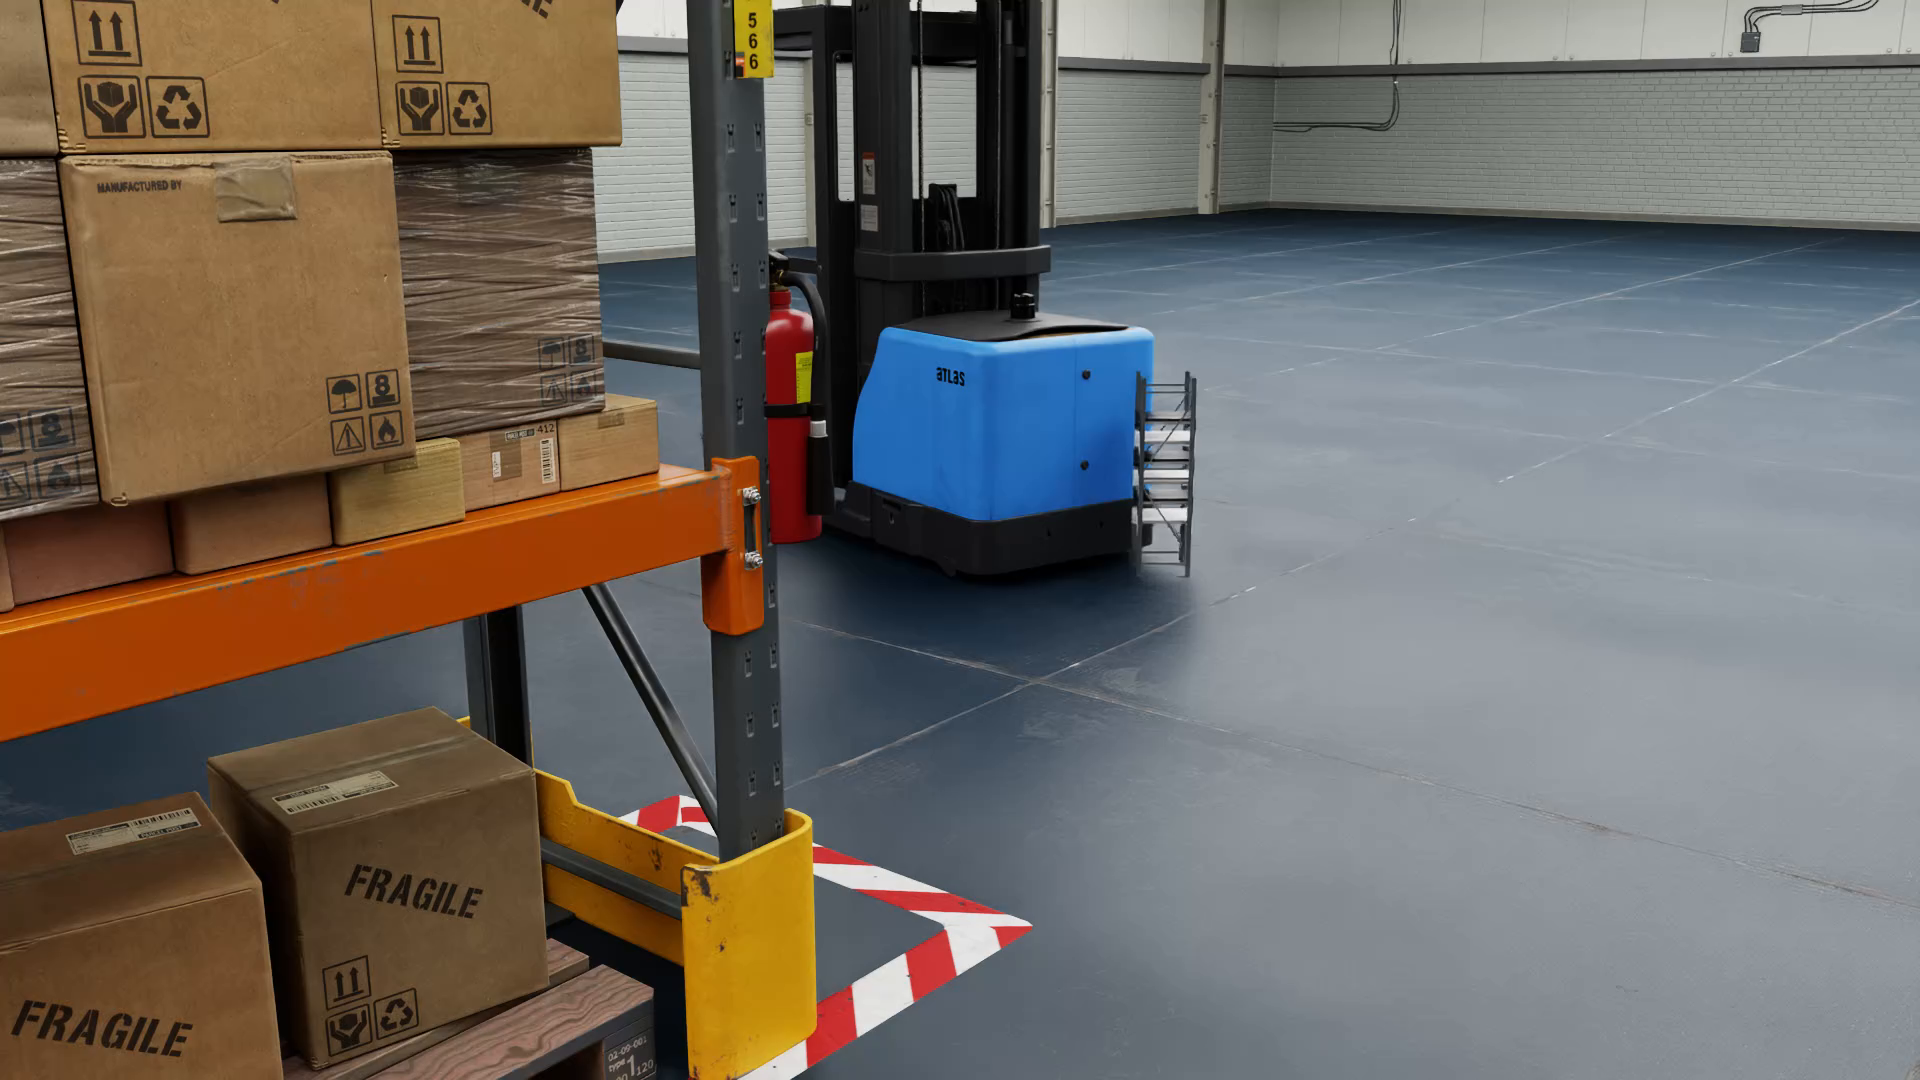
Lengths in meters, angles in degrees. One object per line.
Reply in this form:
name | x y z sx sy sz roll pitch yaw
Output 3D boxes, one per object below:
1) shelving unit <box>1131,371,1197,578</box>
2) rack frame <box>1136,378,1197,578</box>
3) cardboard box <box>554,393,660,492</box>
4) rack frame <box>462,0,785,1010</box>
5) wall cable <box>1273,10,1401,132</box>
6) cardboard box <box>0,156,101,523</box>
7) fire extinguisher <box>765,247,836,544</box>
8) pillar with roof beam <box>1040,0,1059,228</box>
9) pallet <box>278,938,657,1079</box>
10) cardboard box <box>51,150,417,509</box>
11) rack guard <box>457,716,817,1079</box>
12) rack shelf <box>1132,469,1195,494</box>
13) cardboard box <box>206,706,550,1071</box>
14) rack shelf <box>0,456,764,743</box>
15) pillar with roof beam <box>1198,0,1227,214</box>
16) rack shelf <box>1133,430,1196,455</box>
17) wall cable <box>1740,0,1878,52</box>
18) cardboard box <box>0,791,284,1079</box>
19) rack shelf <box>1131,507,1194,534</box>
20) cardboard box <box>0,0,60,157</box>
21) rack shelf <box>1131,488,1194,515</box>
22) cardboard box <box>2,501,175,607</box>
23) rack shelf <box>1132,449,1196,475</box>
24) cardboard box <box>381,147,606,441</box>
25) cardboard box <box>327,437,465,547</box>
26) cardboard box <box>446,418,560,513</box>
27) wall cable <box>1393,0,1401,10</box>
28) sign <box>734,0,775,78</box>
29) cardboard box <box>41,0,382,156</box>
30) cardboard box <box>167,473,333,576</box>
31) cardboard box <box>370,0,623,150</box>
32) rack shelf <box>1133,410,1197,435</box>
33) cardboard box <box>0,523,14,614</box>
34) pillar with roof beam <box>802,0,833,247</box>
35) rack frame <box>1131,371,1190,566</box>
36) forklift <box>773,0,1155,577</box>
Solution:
shelving unit | 0.910 -0.293 7.450 0.258 0.900 0.210 0 14 -1
rack frame | 0.911 -0.268 7.351 0.240 0.900 0.006 0 14 -1
cardboard box | -0.832 -0.215 3.386 0.380 0.149 0.250 11 18 38
rack frame | -0.813 -0.423 3.696 1.000 3.000 0.127 11 18 38
wall cable | 8.212 -10.238 36.452 3.097 2.526 0.112 11 18 38
cardboard box | -1.749 -0.311 2.448 0.875 0.500 0.500 11 18 38
fire extinguisher | -0.383 -0.336 3.511 0.296 0.674 0.183 11 18 38
pillar with roof beam | 4.910 -9.568 27.509 9.100 9.000 0.400 11 18 38
pallet | -1.399 1.093 3.391 1.003 0.211 1.213 11 18 38
cardboard box | -1.401 -0.400 2.799 0.875 0.500 0.500 11 18 38
rack guard | -0.861 0.803 3.946 1.175 0.500 0.348 11 18 38
rack shelf | 0.910 -0.261 7.458 0.258 0.077 0.200 0 14 -1
cardboard box | -1.219 0.702 3.491 0.500 0.500 0.500 -12 18 -39
rack shelf | -2.070 0.309 2.277 1.077 0.370 4.000 11 18 38
pillar with roof beam | 8.681 -10.717 32.032 9.100 9.000 0.400 11 18 38
rack shelf | 0.910 -0.435 7.413 0.258 0.077 0.200 0 14 -1
wall cable | 15.586 -11.919 29.856 2.305 6.003 0.169 11 18 38
cardboard box | -1.568 0.822 3.020 0.500 0.500 0.500 -10 17 -35
rack shelf | 0.910 -0.087 7.502 0.258 0.077 0.200 0 14 -1
cardboard box | -1.593 -0.765 2.203 0.500 0.500 0.500 11 18 38
rack shelf | 0.910 -0.174 7.480 0.258 0.077 0.200 0 14 -1
cardboard box | -1.465 -0.024 2.636 0.380 0.149 0.250 11 18 38
rack shelf | 0.910 -0.348 7.436 0.258 0.077 0.200 0 14 -1
cardboard box | -1.180 -0.515 3.249 0.875 0.500 0.500 11 18 38
cardboard box | -1.107 -0.111 2.978 0.380 0.149 0.250 11 18 38
cardboard box | -0.989 -0.167 3.198 0.380 0.149 0.250 11 18 38
wall cable | 10.317 -12.267 34.183 3.097 2.526 0.112 11 18 38
sign | -0.394 -1.048 3.161 0.100 0.325 0.005 11 18 38
cardboard box | -1.277 -0.860 2.578 0.500 0.500 0.500 11 18 38
cardboard box | -1.276 -0.066 2.799 0.380 0.149 0.250 11 18 38
cardboard box | -0.967 -0.957 2.959 0.500 0.500 0.500 11 18 38
rack shelf | 0.910 -0.523 7.391 0.258 0.077 0.200 0 14 -1
cardboard box | -1.605 0.027 2.434 0.380 0.149 0.250 11 18 38
pillar with roof beam | 1.139 -8.419 22.986 9.100 9.000 0.400 11 18 38
rack frame | 0.908 -0.319 7.548 0.240 0.900 0.006 0 14 -1
forklift | -0.354 -1.566 8.335 1.130 2.935 3.031 -10 17 -34
